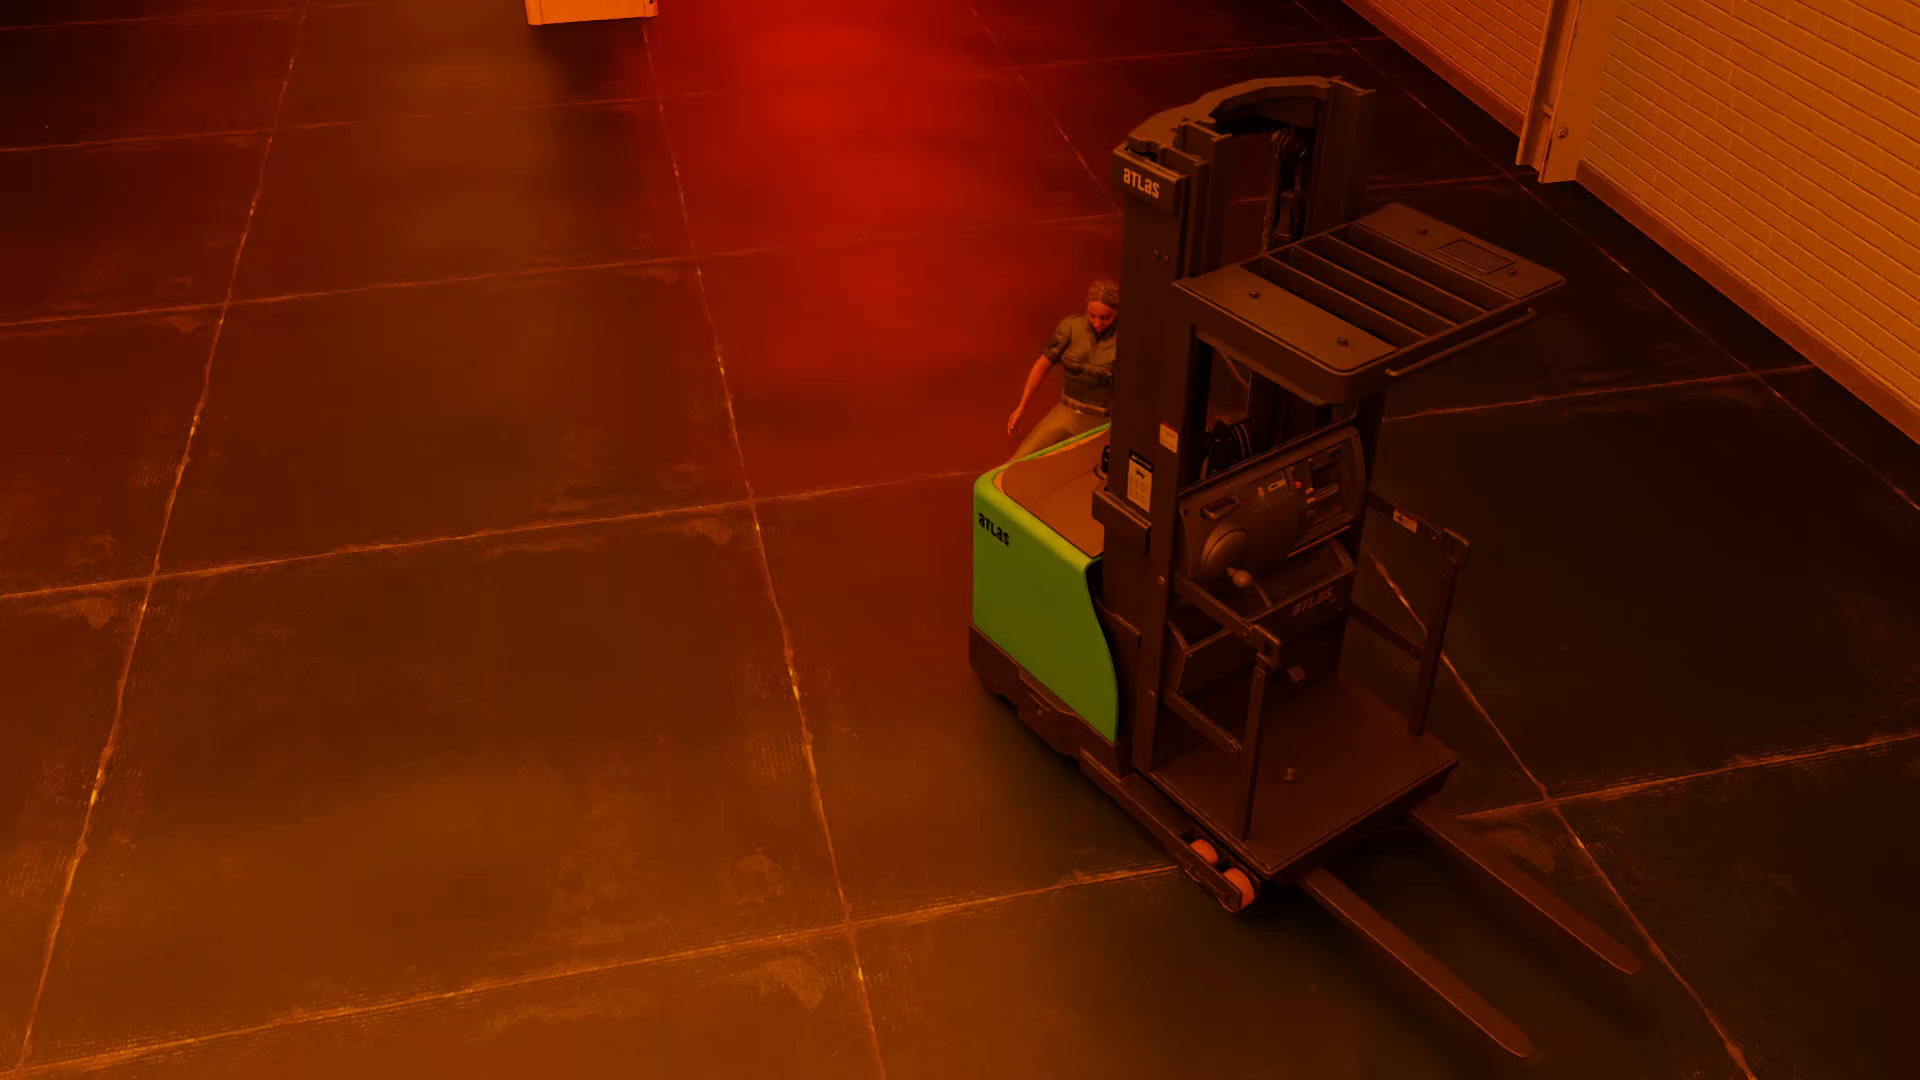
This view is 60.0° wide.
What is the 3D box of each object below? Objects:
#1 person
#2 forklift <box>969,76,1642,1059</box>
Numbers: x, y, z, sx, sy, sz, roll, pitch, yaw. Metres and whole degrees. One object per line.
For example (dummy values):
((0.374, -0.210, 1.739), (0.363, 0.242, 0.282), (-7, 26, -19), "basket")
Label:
((0.669, -0.573, 8.077), (0.906, 1.490, 0.784), (16, 39, 21), "person")
((1.314, -0.058, 6.131), (1.130, 2.935, 3.031), (-23, 42, -29), "forklift")
